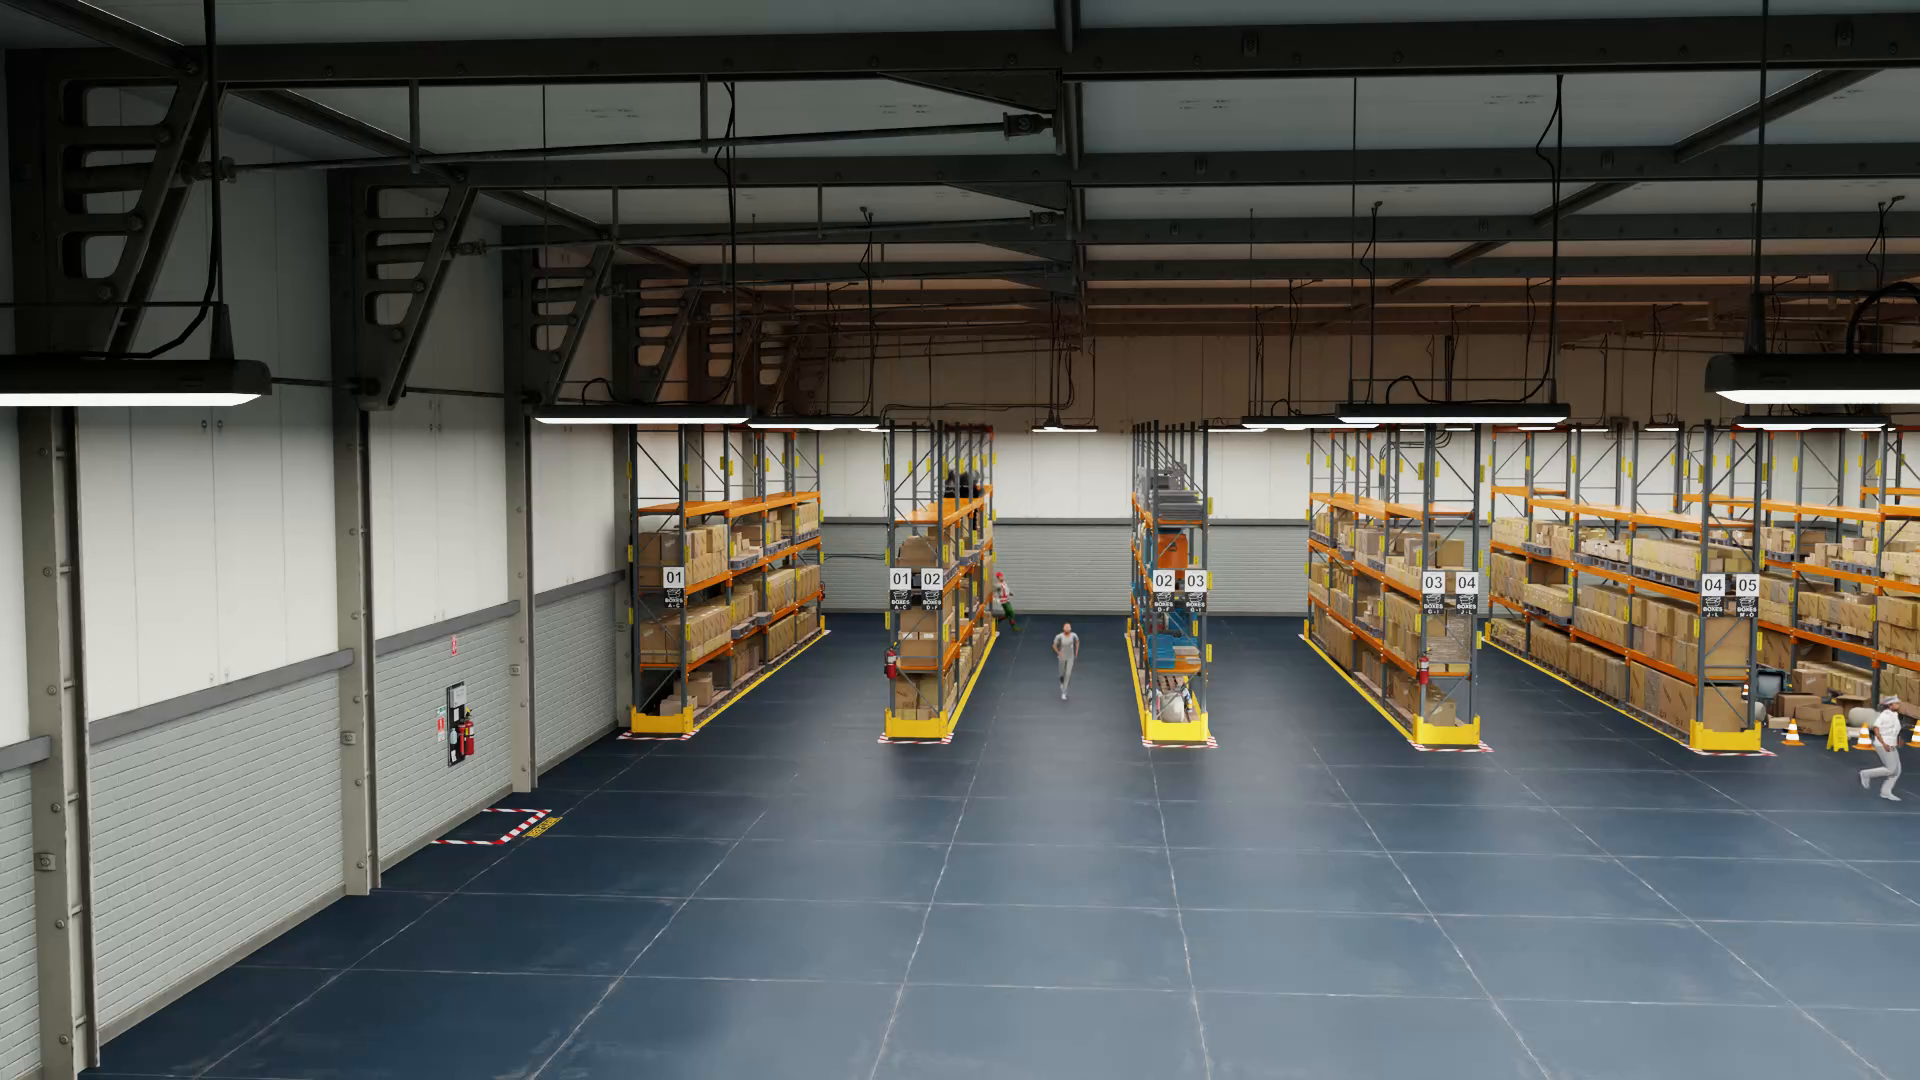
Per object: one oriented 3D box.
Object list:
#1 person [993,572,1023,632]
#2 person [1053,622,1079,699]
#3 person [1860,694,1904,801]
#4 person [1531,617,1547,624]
[{"bbox_3d":[1.352,1.801,48.219,0.868,1.726,0.726,1,4,21],"label":"person"},{"bbox_3d":[2.324,2.604,36.392,0.588,1.659,0.901,0,4,-2],"label":"person"},{"bbox_3d":[14.565,3.244,26.244,0.579,1.665,0.594,3,5,43],"label":"person"},{"bbox_3d":[16.347,1.868,47.009,0.731,1.782,0.879,-1,4,-21],"label":"person"}]
